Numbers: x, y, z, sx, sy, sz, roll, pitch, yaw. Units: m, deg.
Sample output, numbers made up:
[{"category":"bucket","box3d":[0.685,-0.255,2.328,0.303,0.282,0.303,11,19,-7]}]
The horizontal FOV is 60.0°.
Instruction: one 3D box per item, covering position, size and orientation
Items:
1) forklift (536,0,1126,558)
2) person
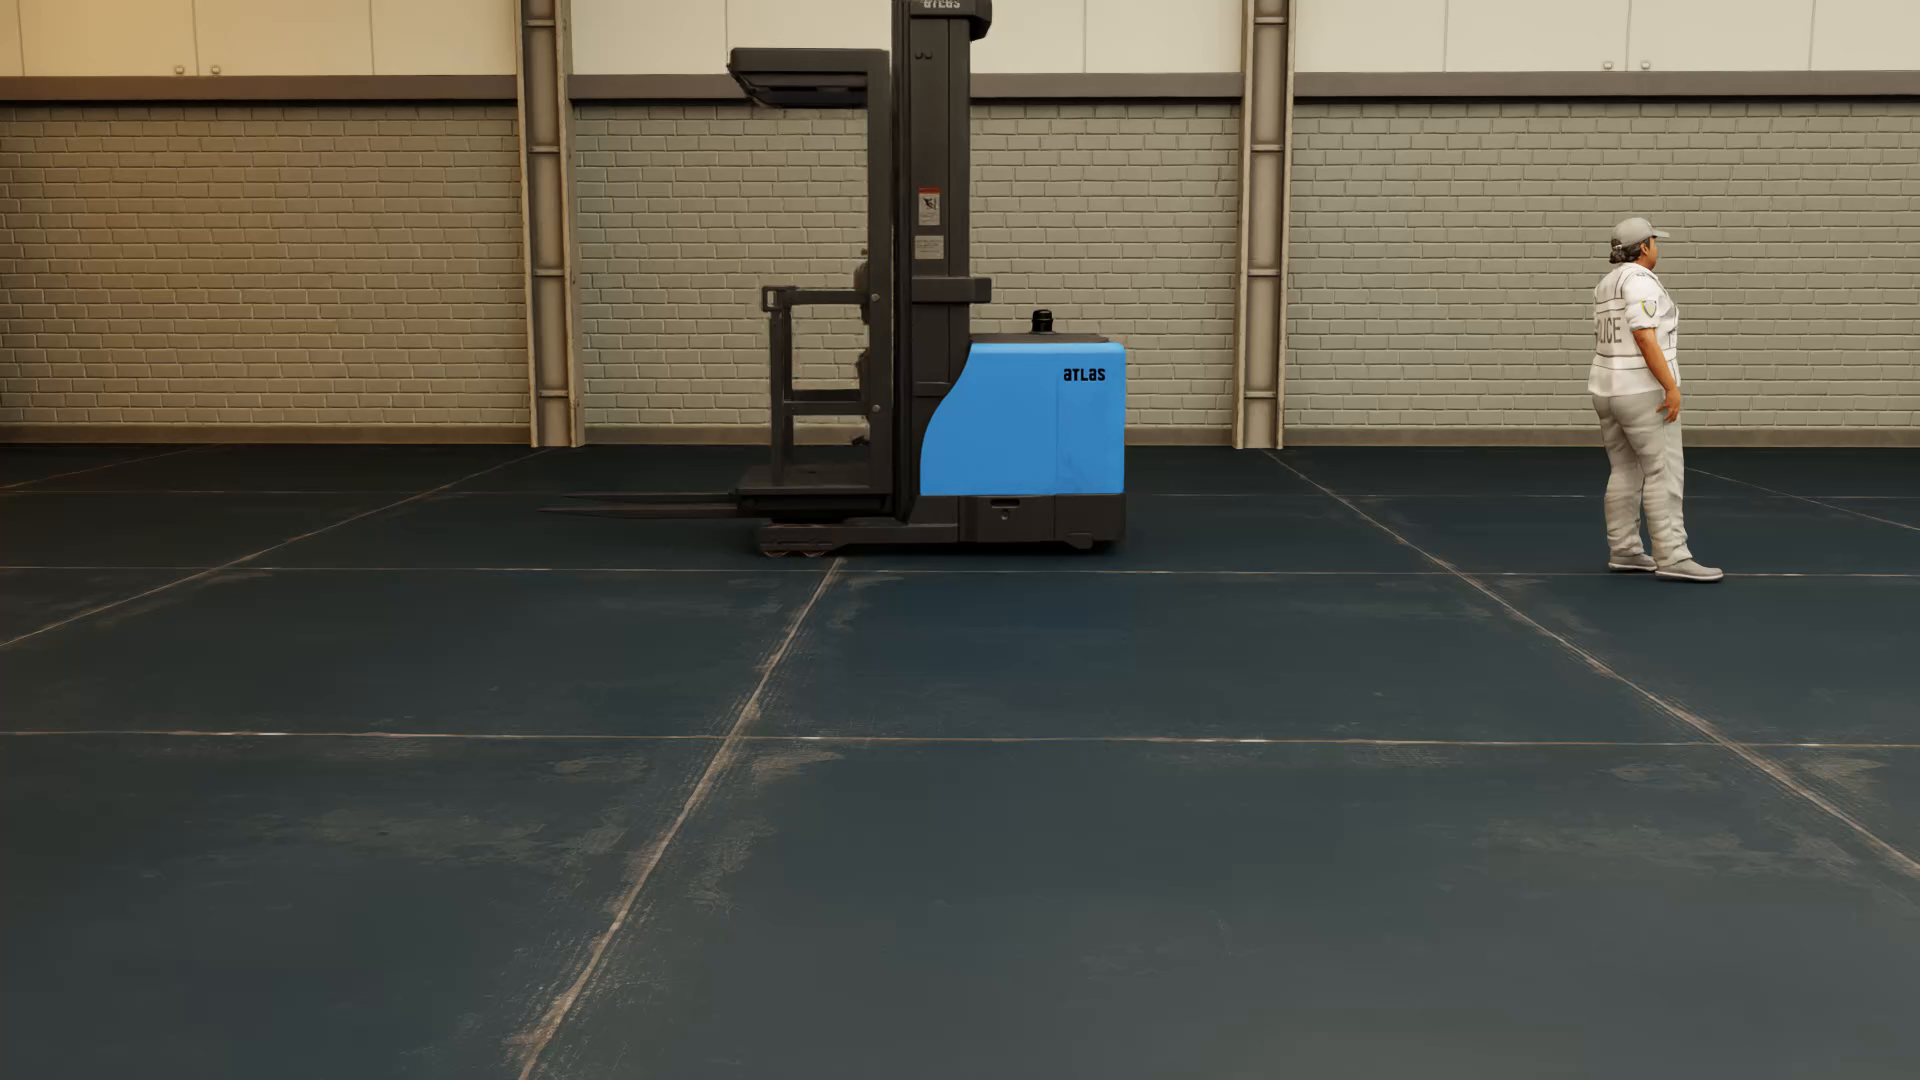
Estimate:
[{"category":"forklift","box3d":[-0.679,-1.441,8.731,3.031,2.935,1.130,0,9,-3]},{"category":"person","box3d":[3.269,-0.673,7.838,0.529,1.670,0.598,-1,9,-4]}]
